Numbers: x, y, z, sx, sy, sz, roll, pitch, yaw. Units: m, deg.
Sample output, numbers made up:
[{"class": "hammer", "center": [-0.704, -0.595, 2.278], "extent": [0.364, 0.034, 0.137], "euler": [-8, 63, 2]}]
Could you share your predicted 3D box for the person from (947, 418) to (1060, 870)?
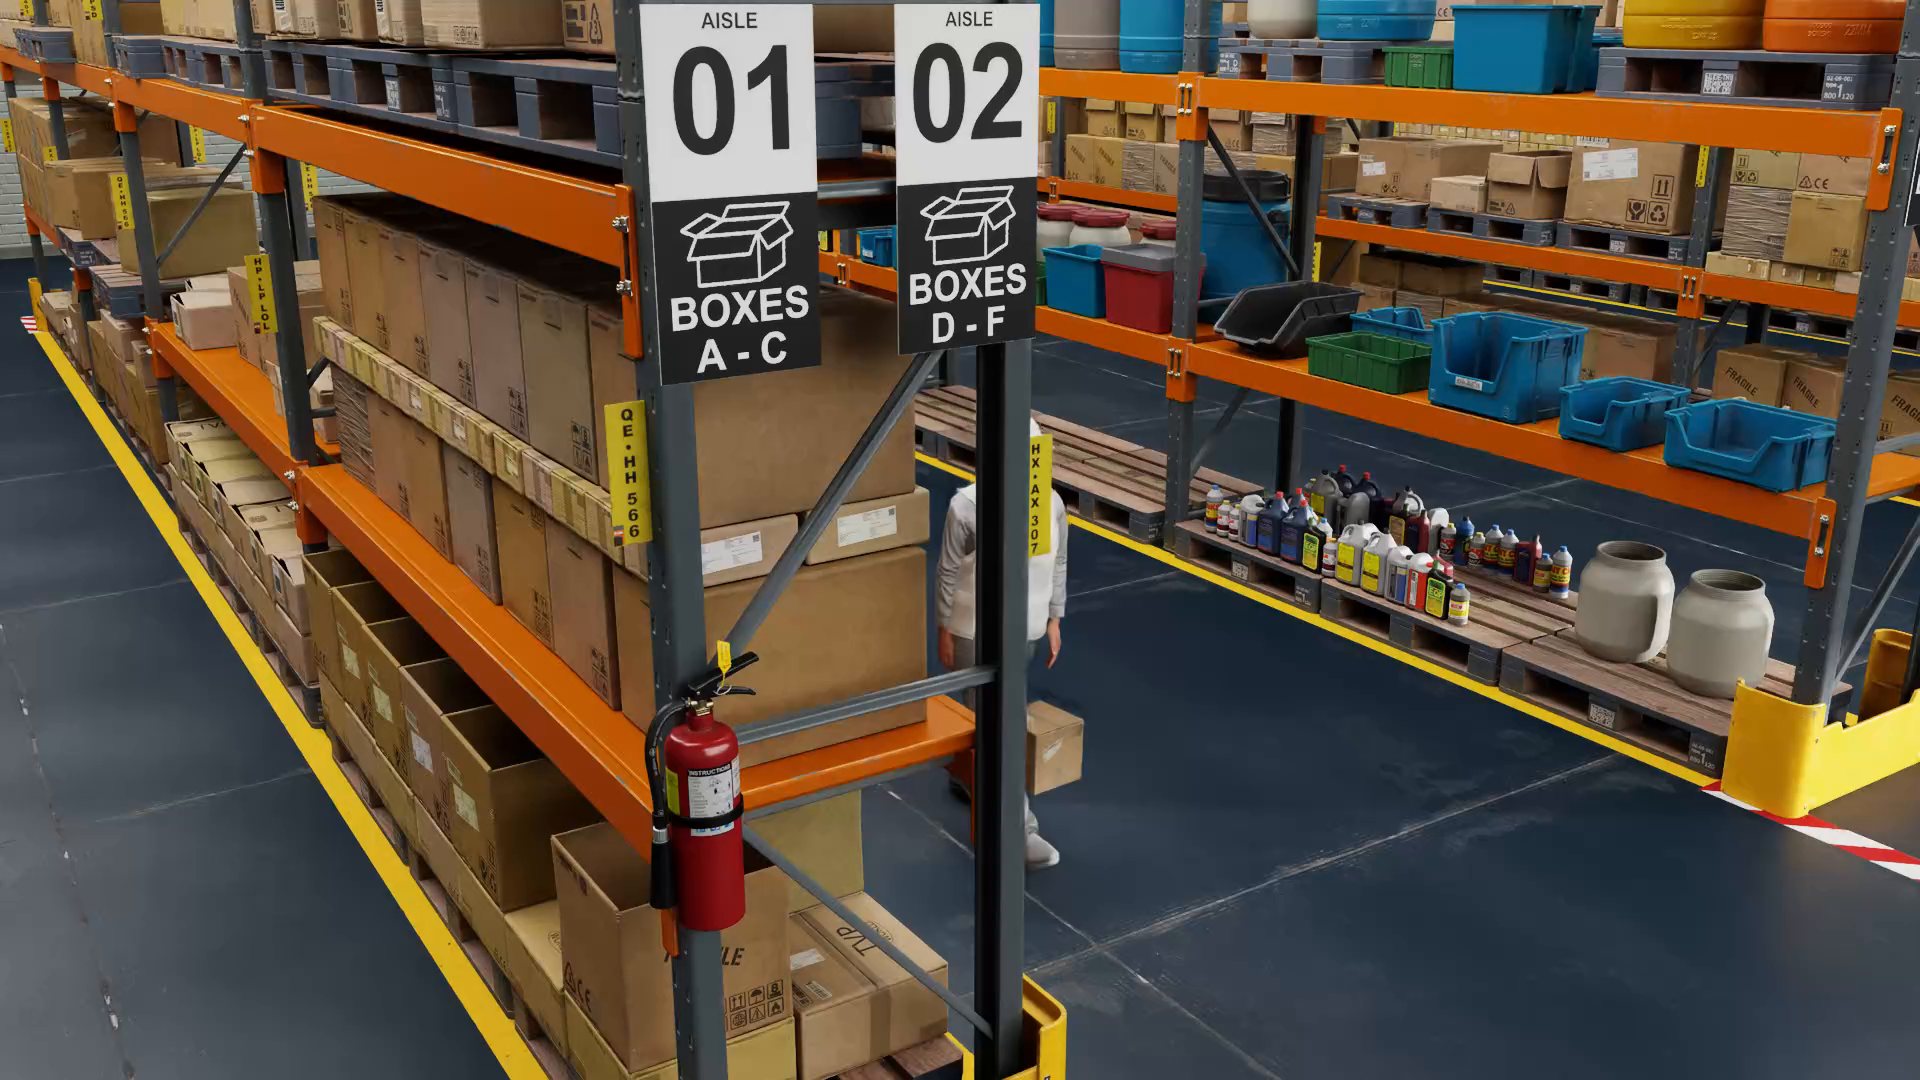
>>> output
[{"class": "person", "center": [0.201, 0.347, 6.445], "extent": [0.448, 1.714, 1.015], "euler": [-12, 21, -32]}]
